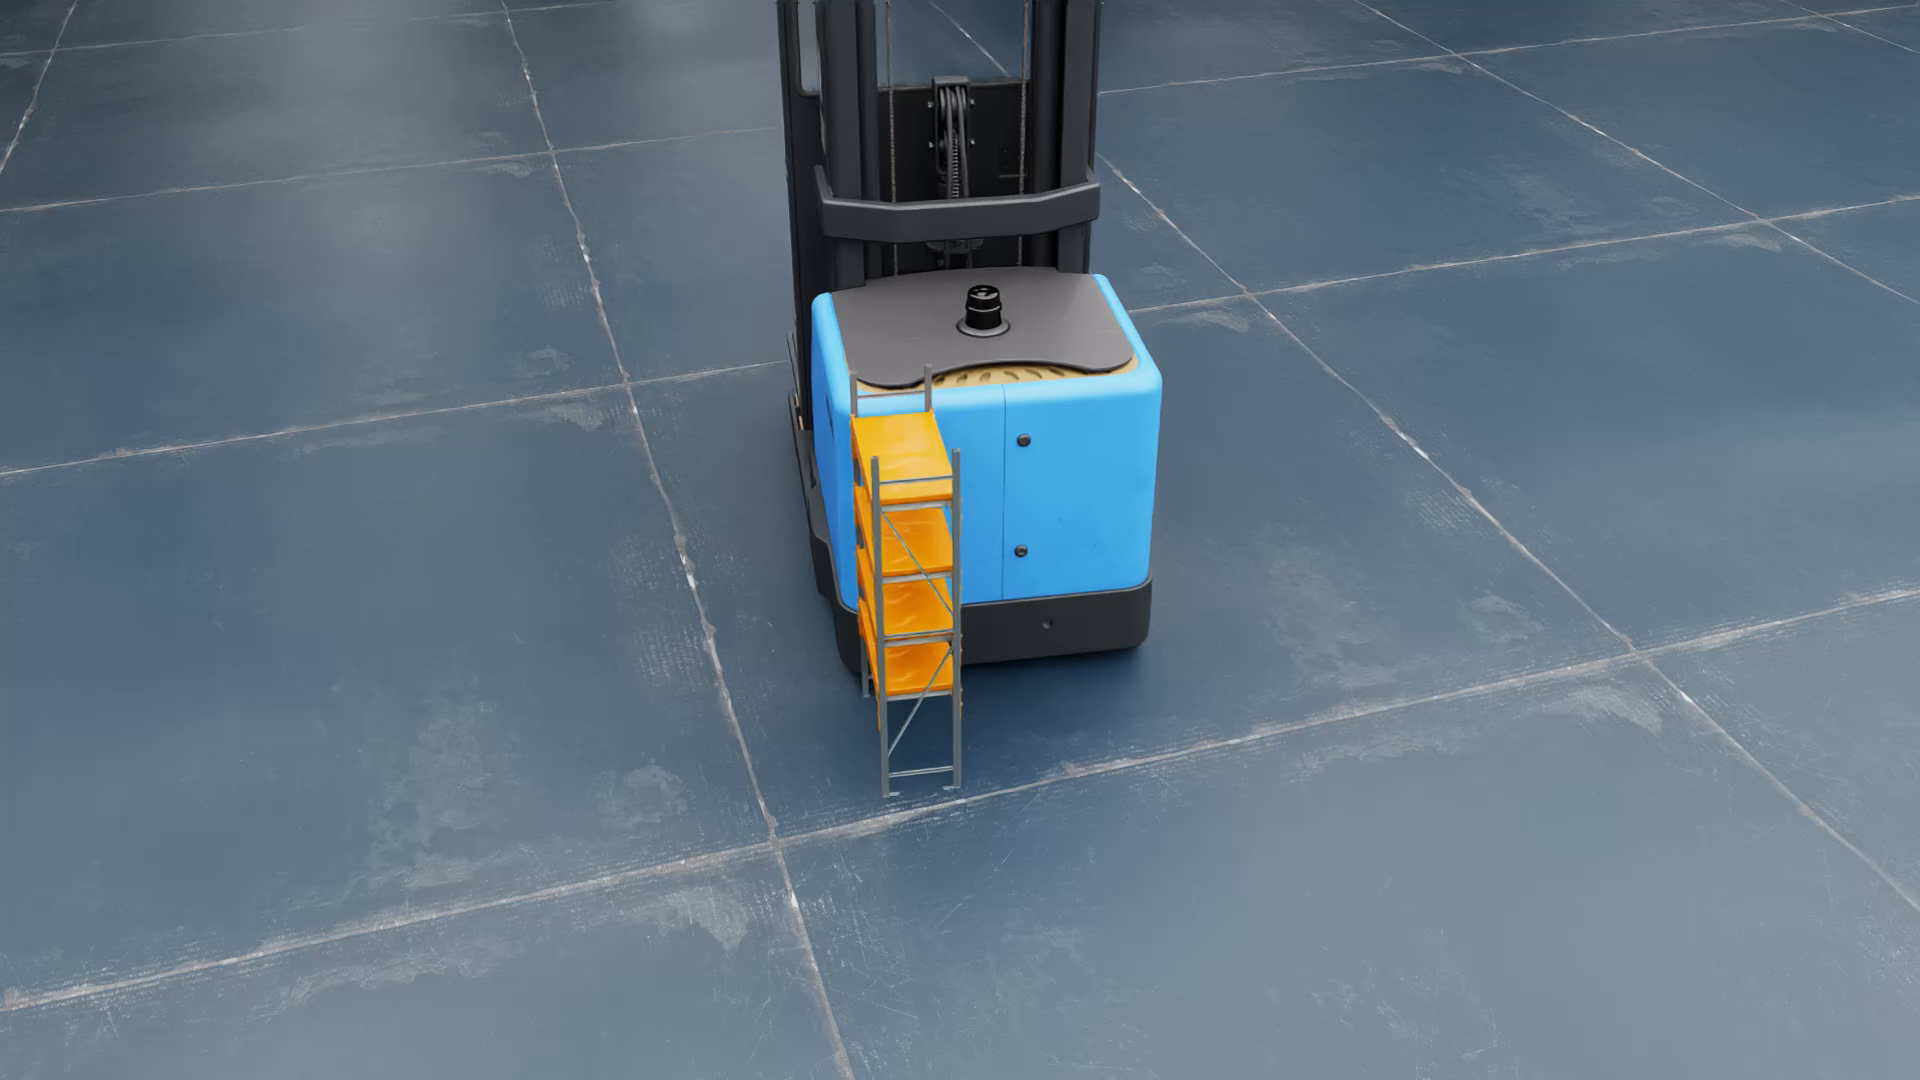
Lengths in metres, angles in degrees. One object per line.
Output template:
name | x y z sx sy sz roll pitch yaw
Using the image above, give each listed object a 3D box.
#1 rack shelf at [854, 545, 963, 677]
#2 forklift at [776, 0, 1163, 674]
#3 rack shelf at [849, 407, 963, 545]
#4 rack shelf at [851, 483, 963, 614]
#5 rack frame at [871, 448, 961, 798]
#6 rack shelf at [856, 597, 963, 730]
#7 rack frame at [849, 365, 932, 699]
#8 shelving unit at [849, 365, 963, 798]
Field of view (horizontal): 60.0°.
rack shelf | -0.160 0.194 4.990 0.258 0.148 0.480 -5 34 -8
forklift | -0.108 -1.584 5.989 1.130 2.935 3.031 -5 34 -8
rack shelf | -0.160 -0.190 4.736 0.258 0.148 0.480 -5 34 -8
rack shelf | -0.160 0.007 4.867 0.258 0.148 0.480 -5 34 -8
rack frame | -0.118 0.270 4.753 0.240 1.200 0.015 -5 34 -8
rack shelf | -0.160 0.360 5.100 0.258 0.148 0.480 -5 34 -8
rack frame | -0.201 0.005 5.154 0.240 1.200 0.015 -5 34 -8
shelving unit | -0.160 0.138 4.953 0.258 1.200 0.503 -5 34 -8
